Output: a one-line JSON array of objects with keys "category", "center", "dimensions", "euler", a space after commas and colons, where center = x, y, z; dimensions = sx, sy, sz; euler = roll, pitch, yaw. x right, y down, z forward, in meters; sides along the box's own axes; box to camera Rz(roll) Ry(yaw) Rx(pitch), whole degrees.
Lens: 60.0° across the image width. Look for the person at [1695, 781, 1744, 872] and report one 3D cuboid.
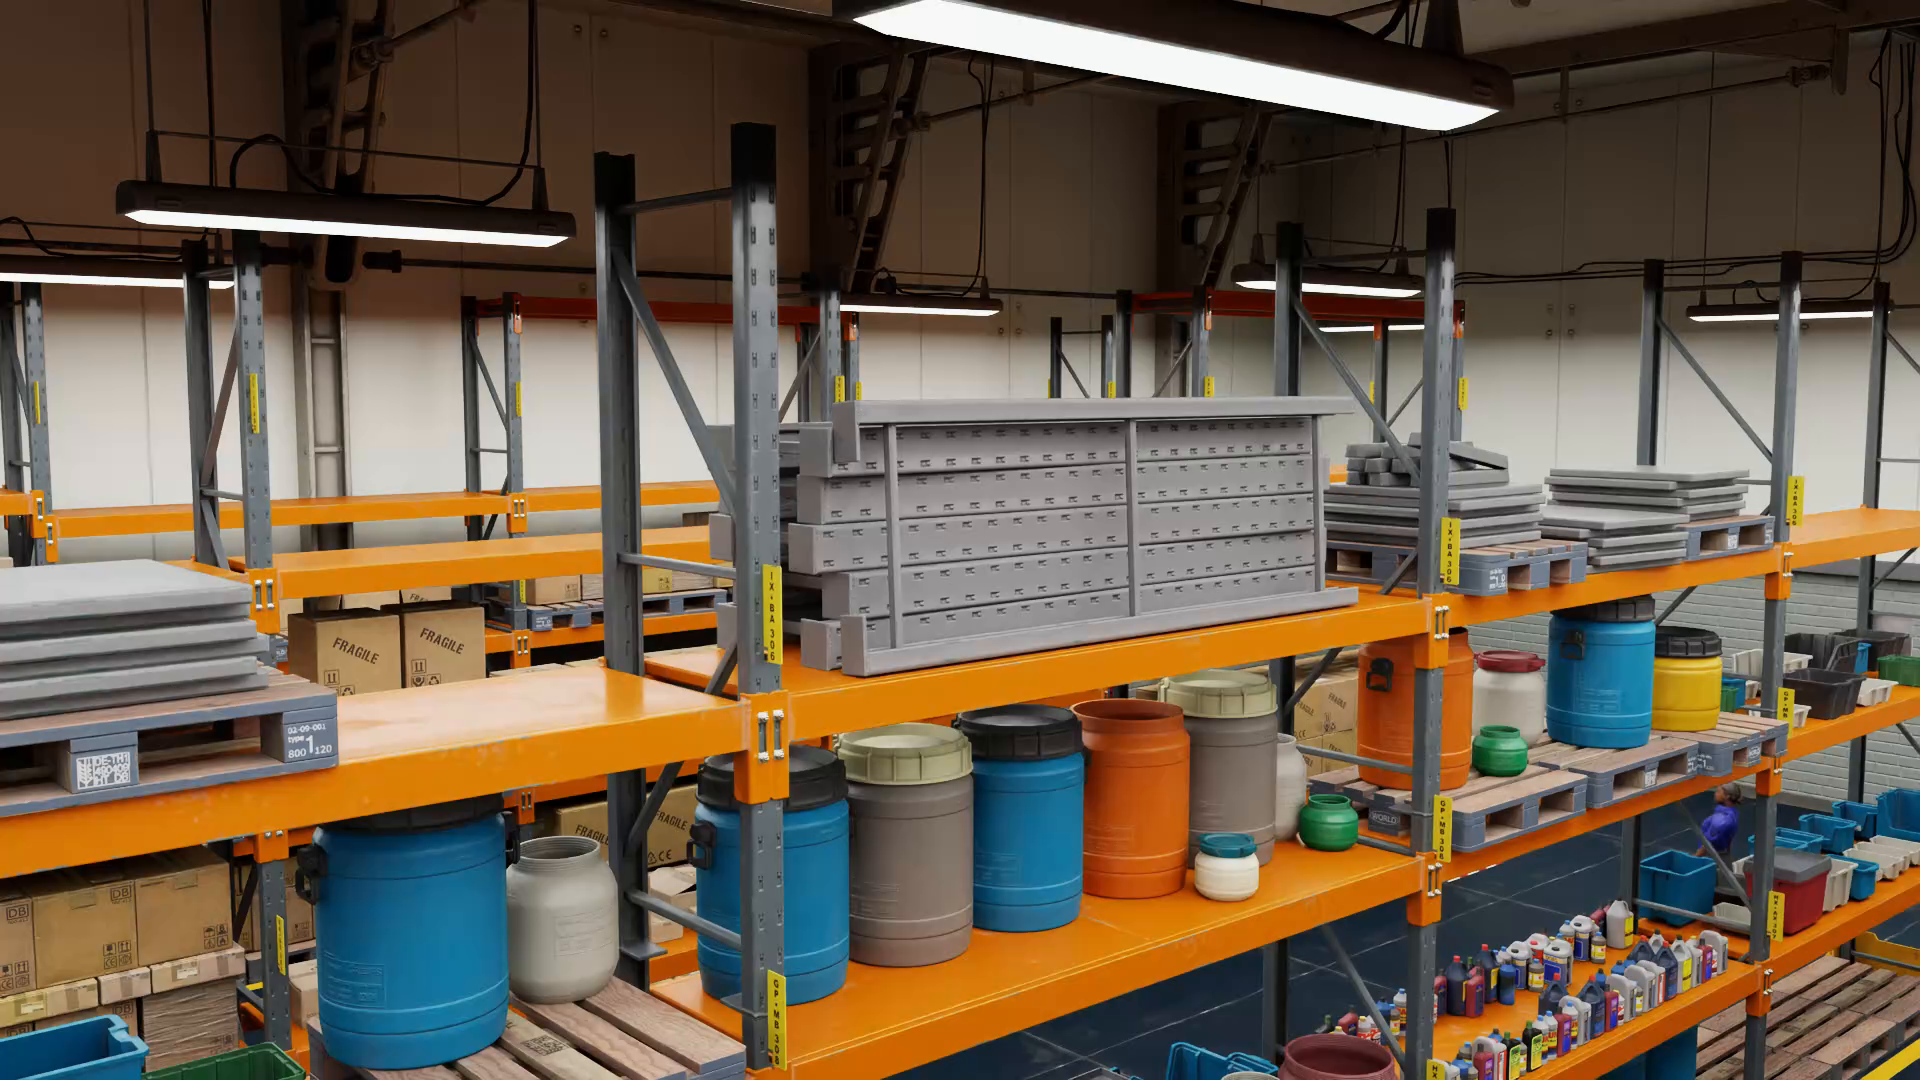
[{"category": "person", "center": [6.749, 2.950, 14.893], "dimensions": [0.568, 1.605, 0.864], "euler": [-2, 6, -18]}]
